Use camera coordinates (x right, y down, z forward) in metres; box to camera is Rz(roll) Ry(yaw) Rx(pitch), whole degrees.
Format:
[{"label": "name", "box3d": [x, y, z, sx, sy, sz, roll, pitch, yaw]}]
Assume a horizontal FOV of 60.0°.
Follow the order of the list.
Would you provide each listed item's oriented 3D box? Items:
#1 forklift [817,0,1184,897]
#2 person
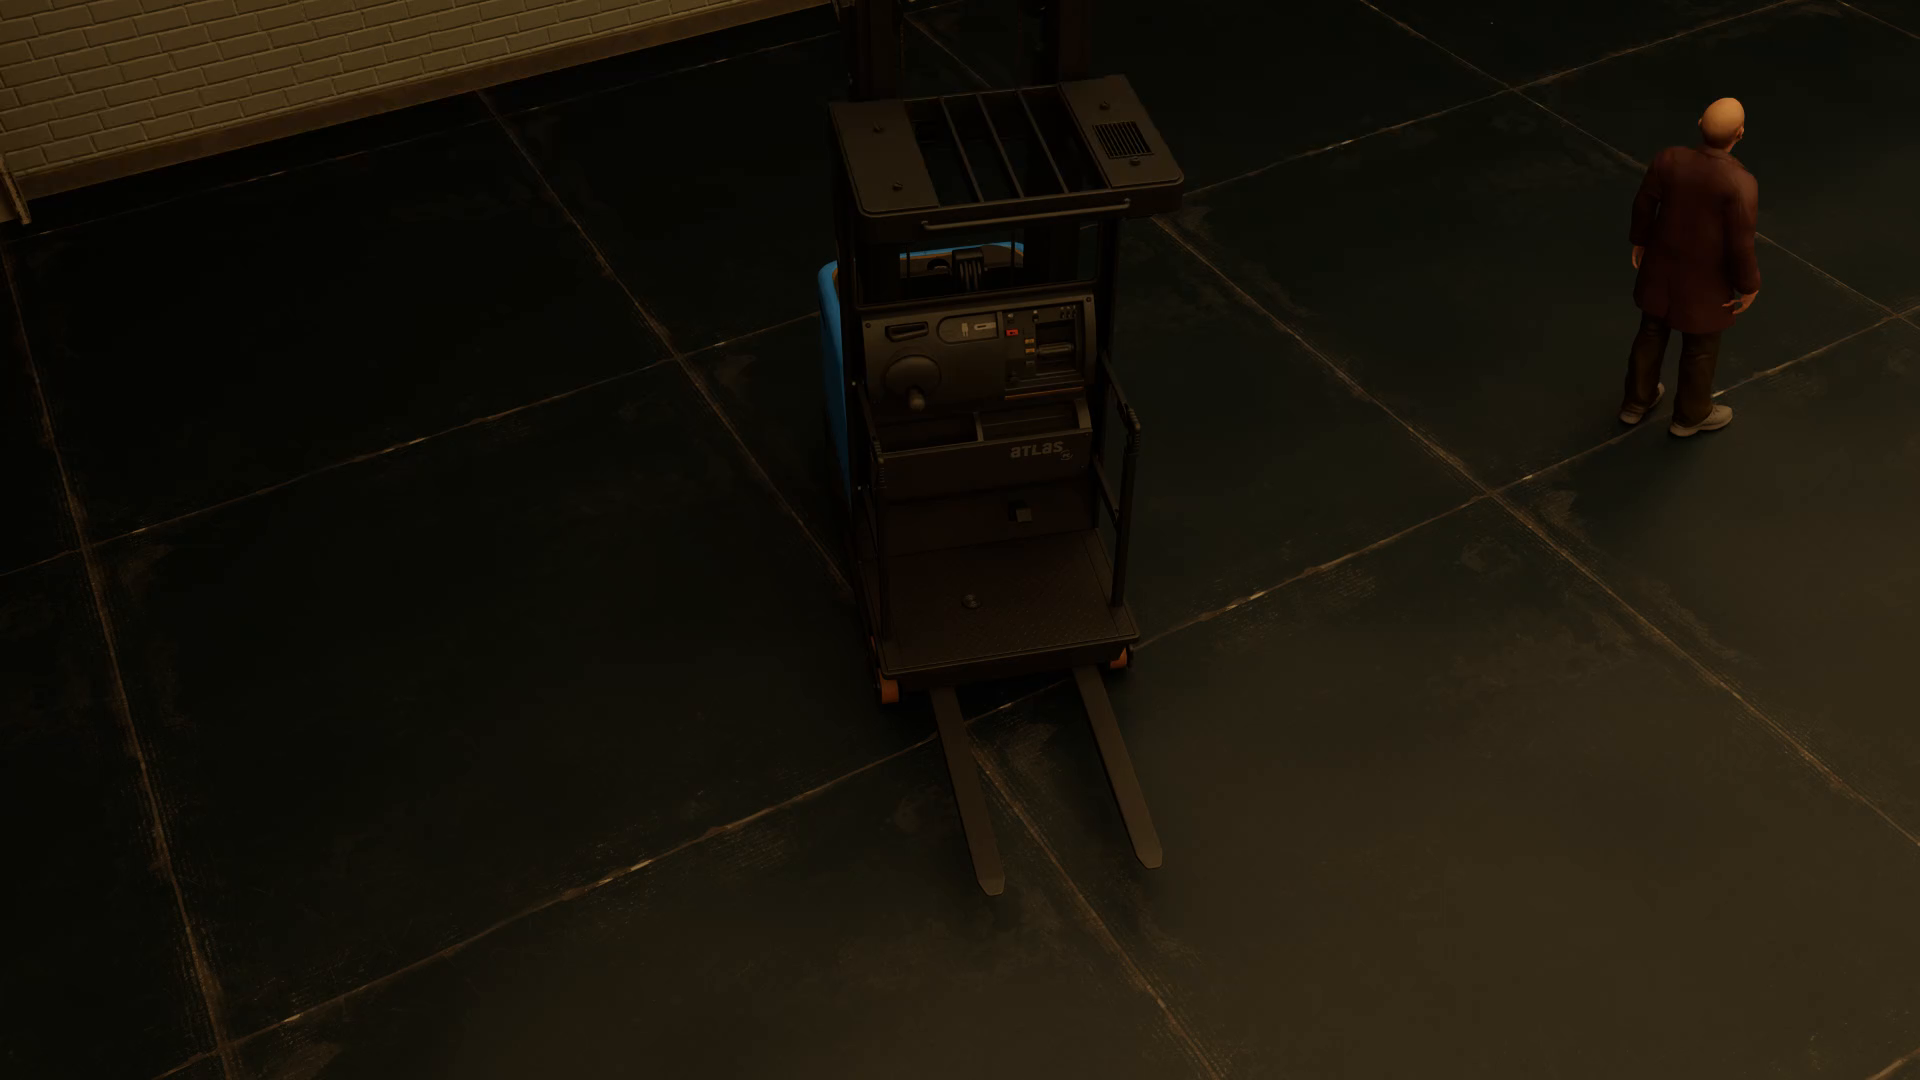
[{"label": "forklift", "box3d": [0.125, -0.655, 6.404, 1.130, 2.935, 3.031, -8, 43, -8]}, {"label": "person", "box3d": [3.537, -1.321, 7.959, 0.580, 1.777, 0.698, -27, 49, -26]}]
